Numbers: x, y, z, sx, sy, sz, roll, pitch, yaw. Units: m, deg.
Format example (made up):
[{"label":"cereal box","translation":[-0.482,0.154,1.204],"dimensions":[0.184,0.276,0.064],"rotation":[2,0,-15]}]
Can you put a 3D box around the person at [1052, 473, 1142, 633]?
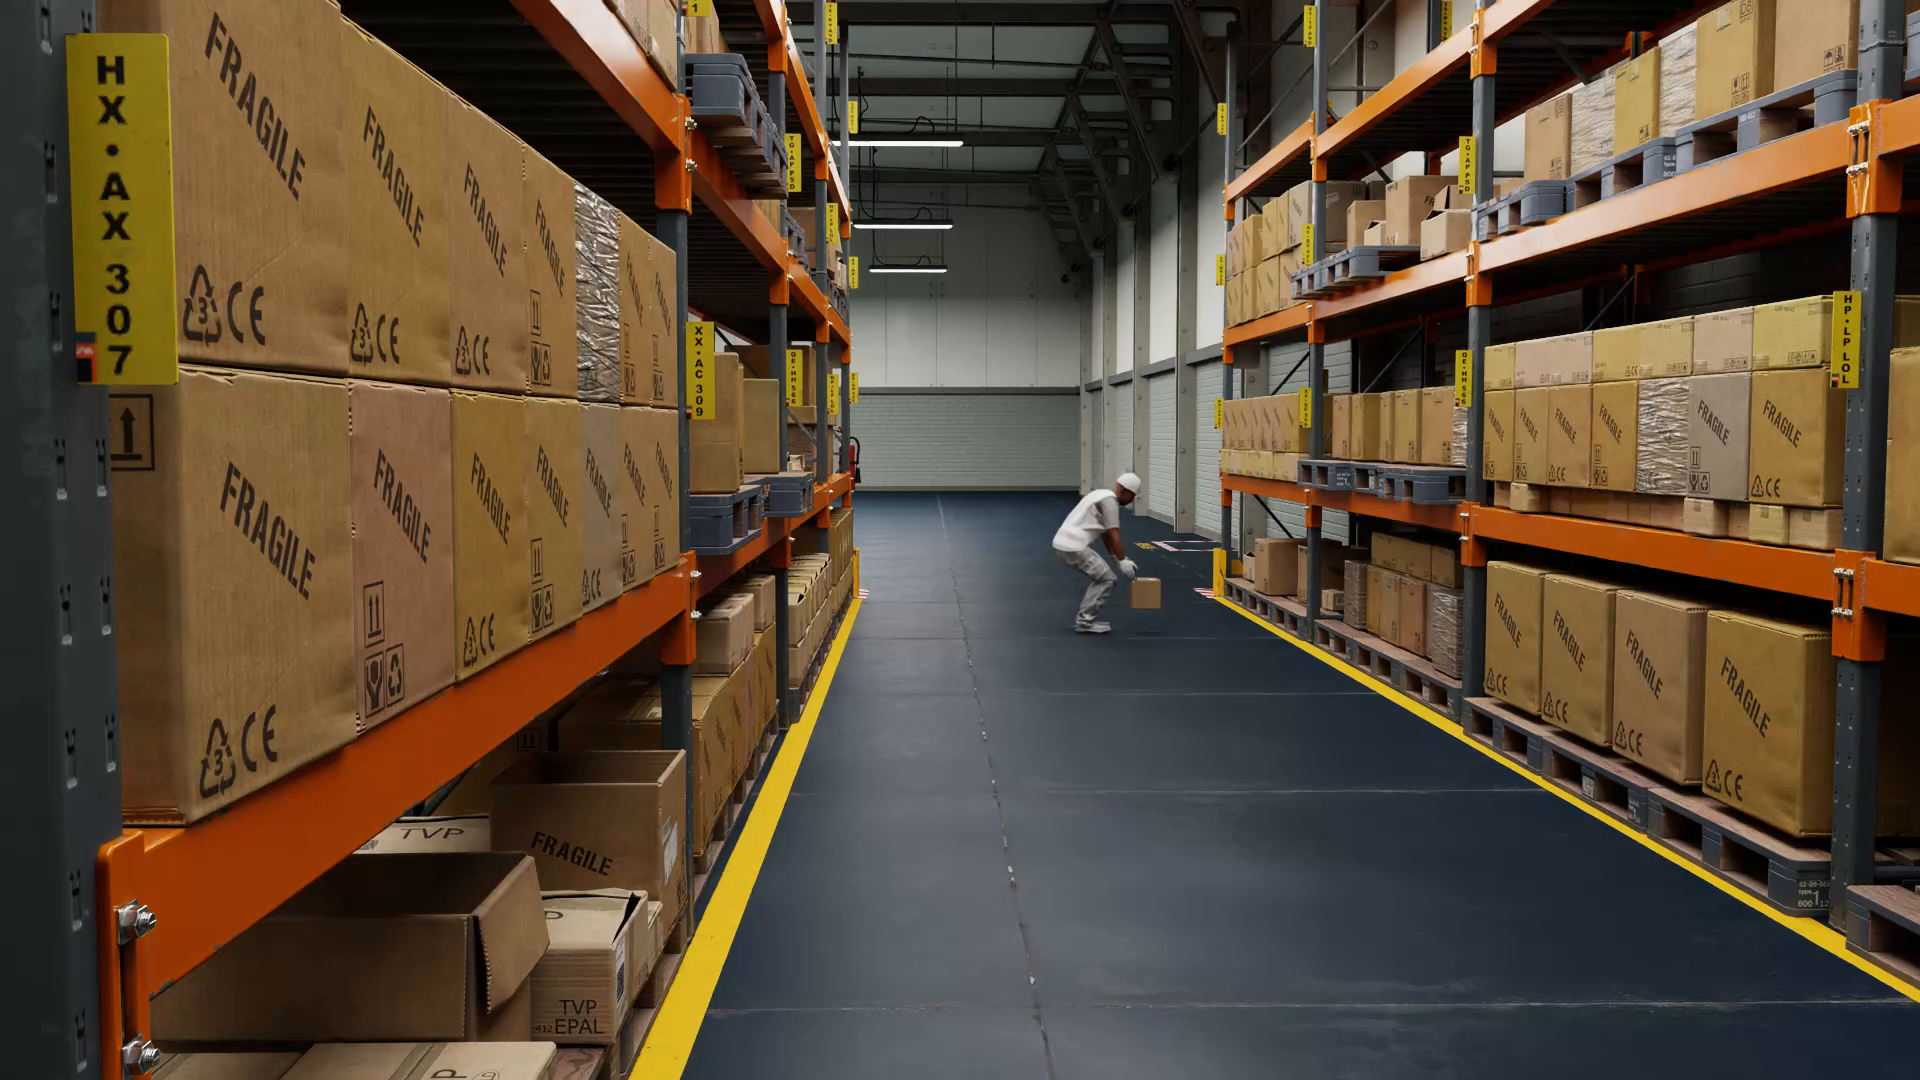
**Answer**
[{"label":"person","translation":[1.200,0.103,14.551],"dimensions":[0.787,1.382,0.613],"rotation":[0,4,-1]}]
